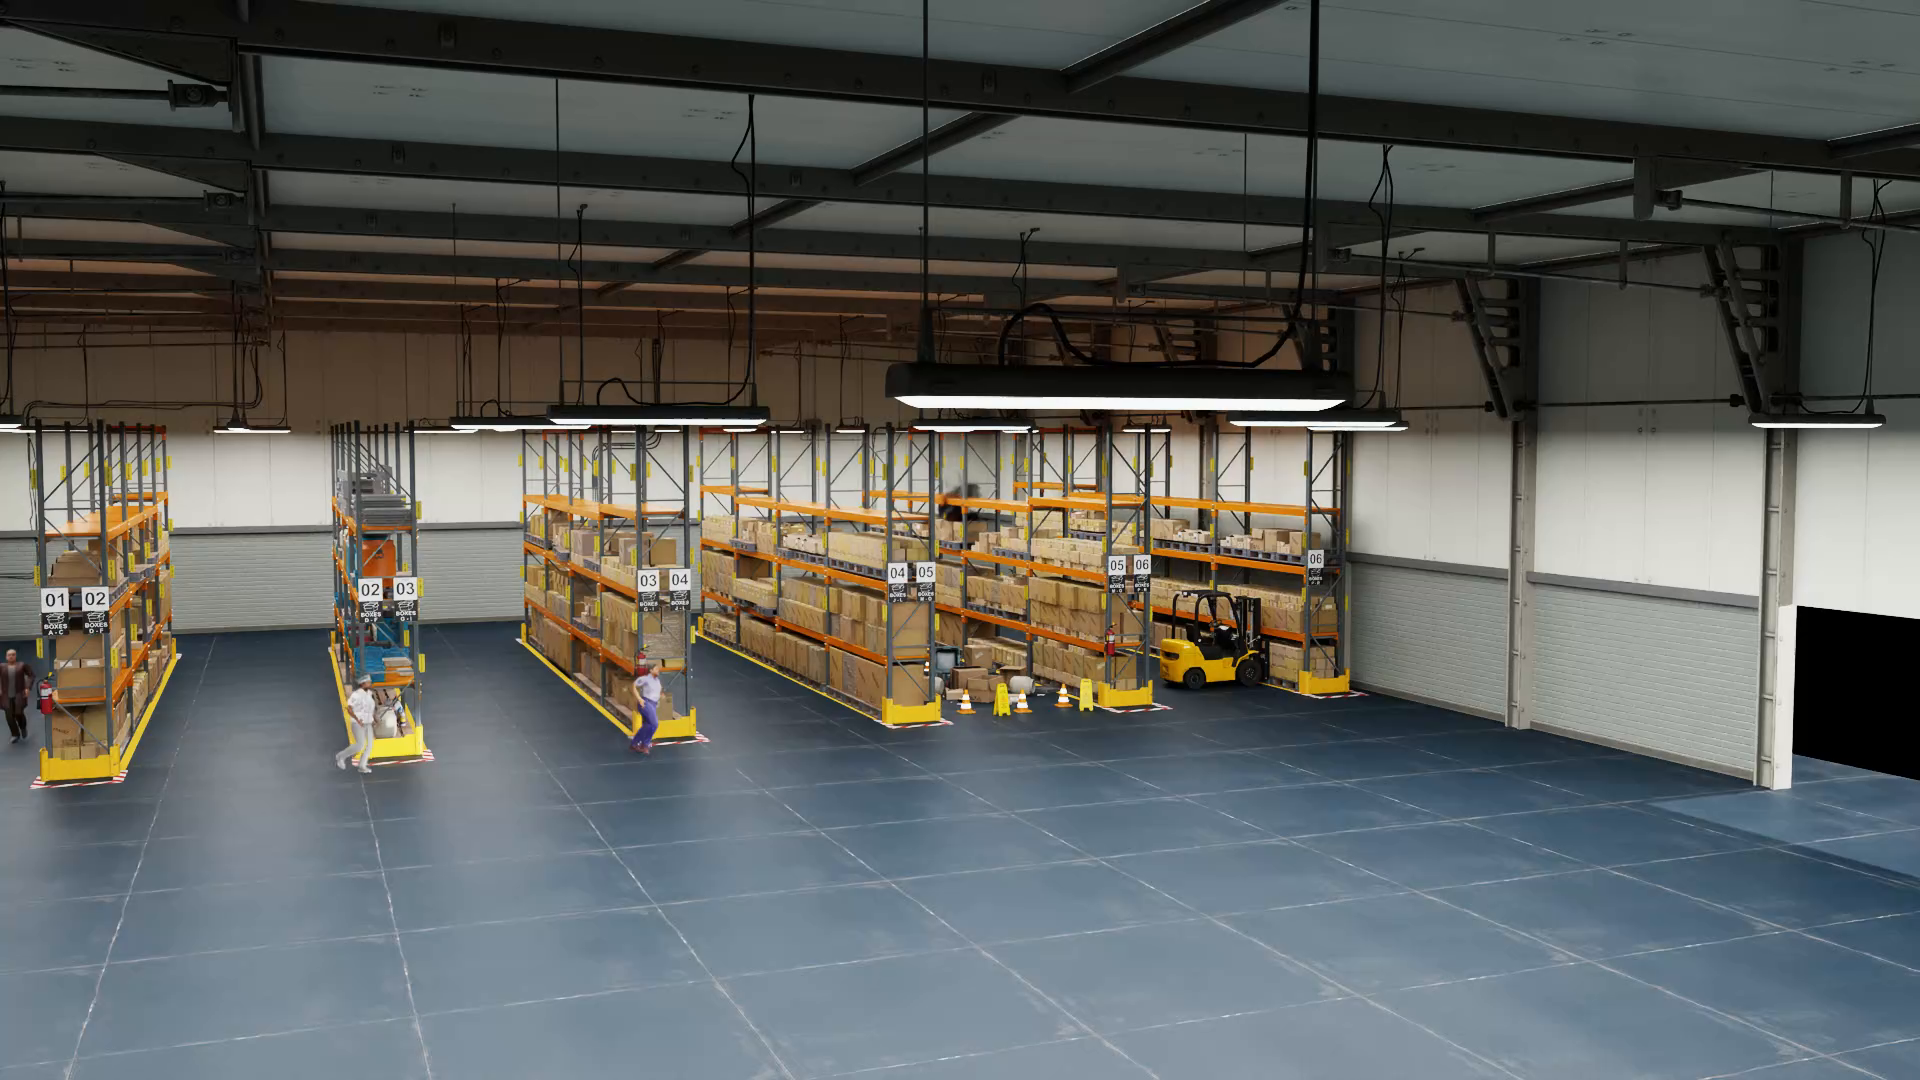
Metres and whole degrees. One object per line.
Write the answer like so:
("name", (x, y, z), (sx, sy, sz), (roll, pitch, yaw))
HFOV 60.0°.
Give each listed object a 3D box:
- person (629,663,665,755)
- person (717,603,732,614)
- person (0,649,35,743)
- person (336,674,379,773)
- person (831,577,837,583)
("person", (-5.675, 3.061, 30.177), (0.646, 1.635, 0.710), (1, 4, 16))
("person", (-6.907, 1.794, 49.476), (0.628, 1.650, 0.610), (-2, 4, -29))
("person", (-17.707, 2.909, 31.068), (0.716, 1.743, 0.630), (-1, 4, -21))
("person", (-10.241, 3.121, 28.450), (0.665, 1.636, 0.652), (1, 4, 19))
("person", (-3.931, 1.771, 50.962), (0.525, 1.549, 0.566), (-2, 4, -25))
